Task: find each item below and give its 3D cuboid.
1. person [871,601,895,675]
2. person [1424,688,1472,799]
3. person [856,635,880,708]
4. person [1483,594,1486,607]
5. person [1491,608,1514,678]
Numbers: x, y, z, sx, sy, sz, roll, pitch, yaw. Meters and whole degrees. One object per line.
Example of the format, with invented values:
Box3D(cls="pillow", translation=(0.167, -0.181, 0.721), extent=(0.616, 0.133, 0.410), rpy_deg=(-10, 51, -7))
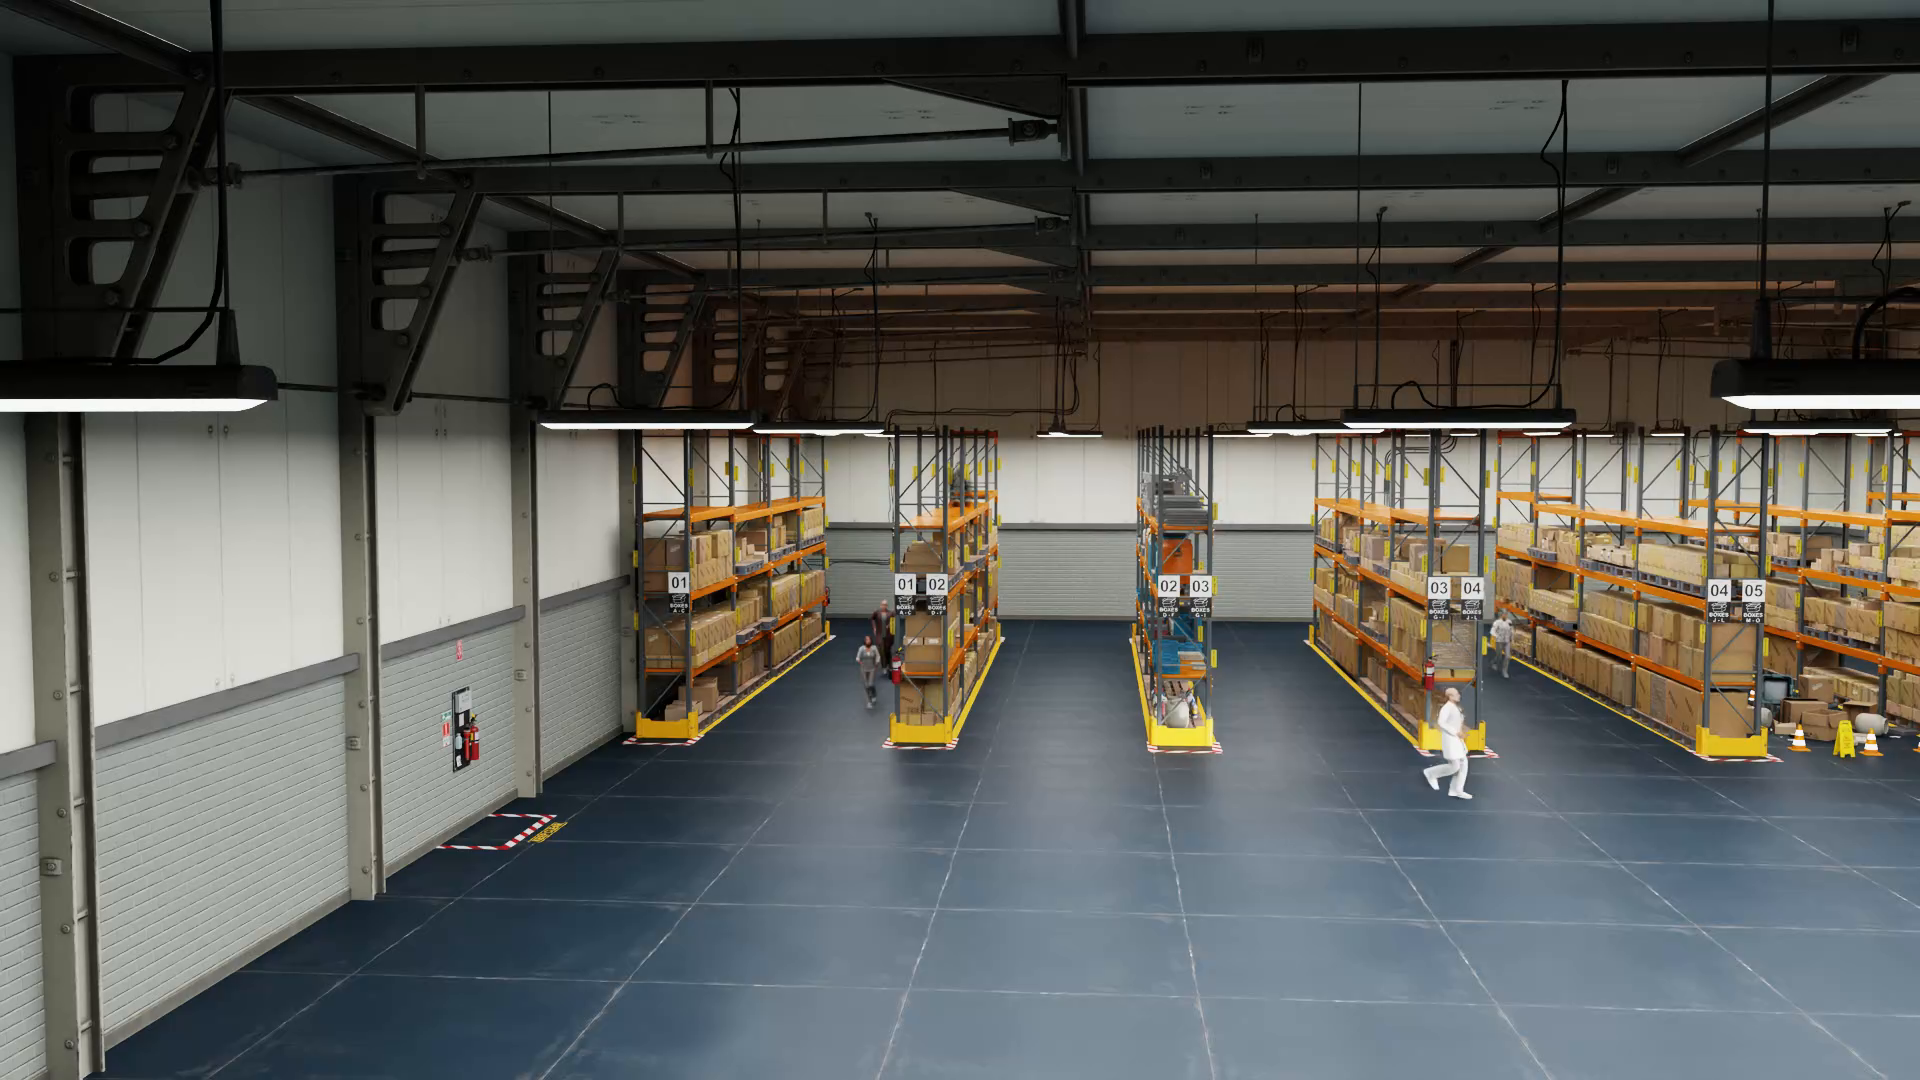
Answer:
Box3D(cls="person", translation=(-1.853, 2.370, 40.873), extent=(0.716, 1.784, 0.962), rpy_deg=(0, 3, 2))
Box3D(cls="person", translation=(7.839, 3.252, 26.684), extent=(0.779, 1.765, 0.705), rpy_deg=(2, 4, 31))
Box3D(cls="person", translation=(-1.962, 2.809, 35.417), extent=(0.519, 1.565, 0.552), rpy_deg=(0, 3, -1))
Box3D(cls="person", translation=(14.582, 2.027, 47.135), extent=(0.561, 1.723, 0.640), rpy_deg=(-3, 5, -43))
Box3D(cls="person", translation=(13.135, 2.471, 40.283), extent=(0.606, 1.672, 0.841), rpy_deg=(0, 3, -1))
